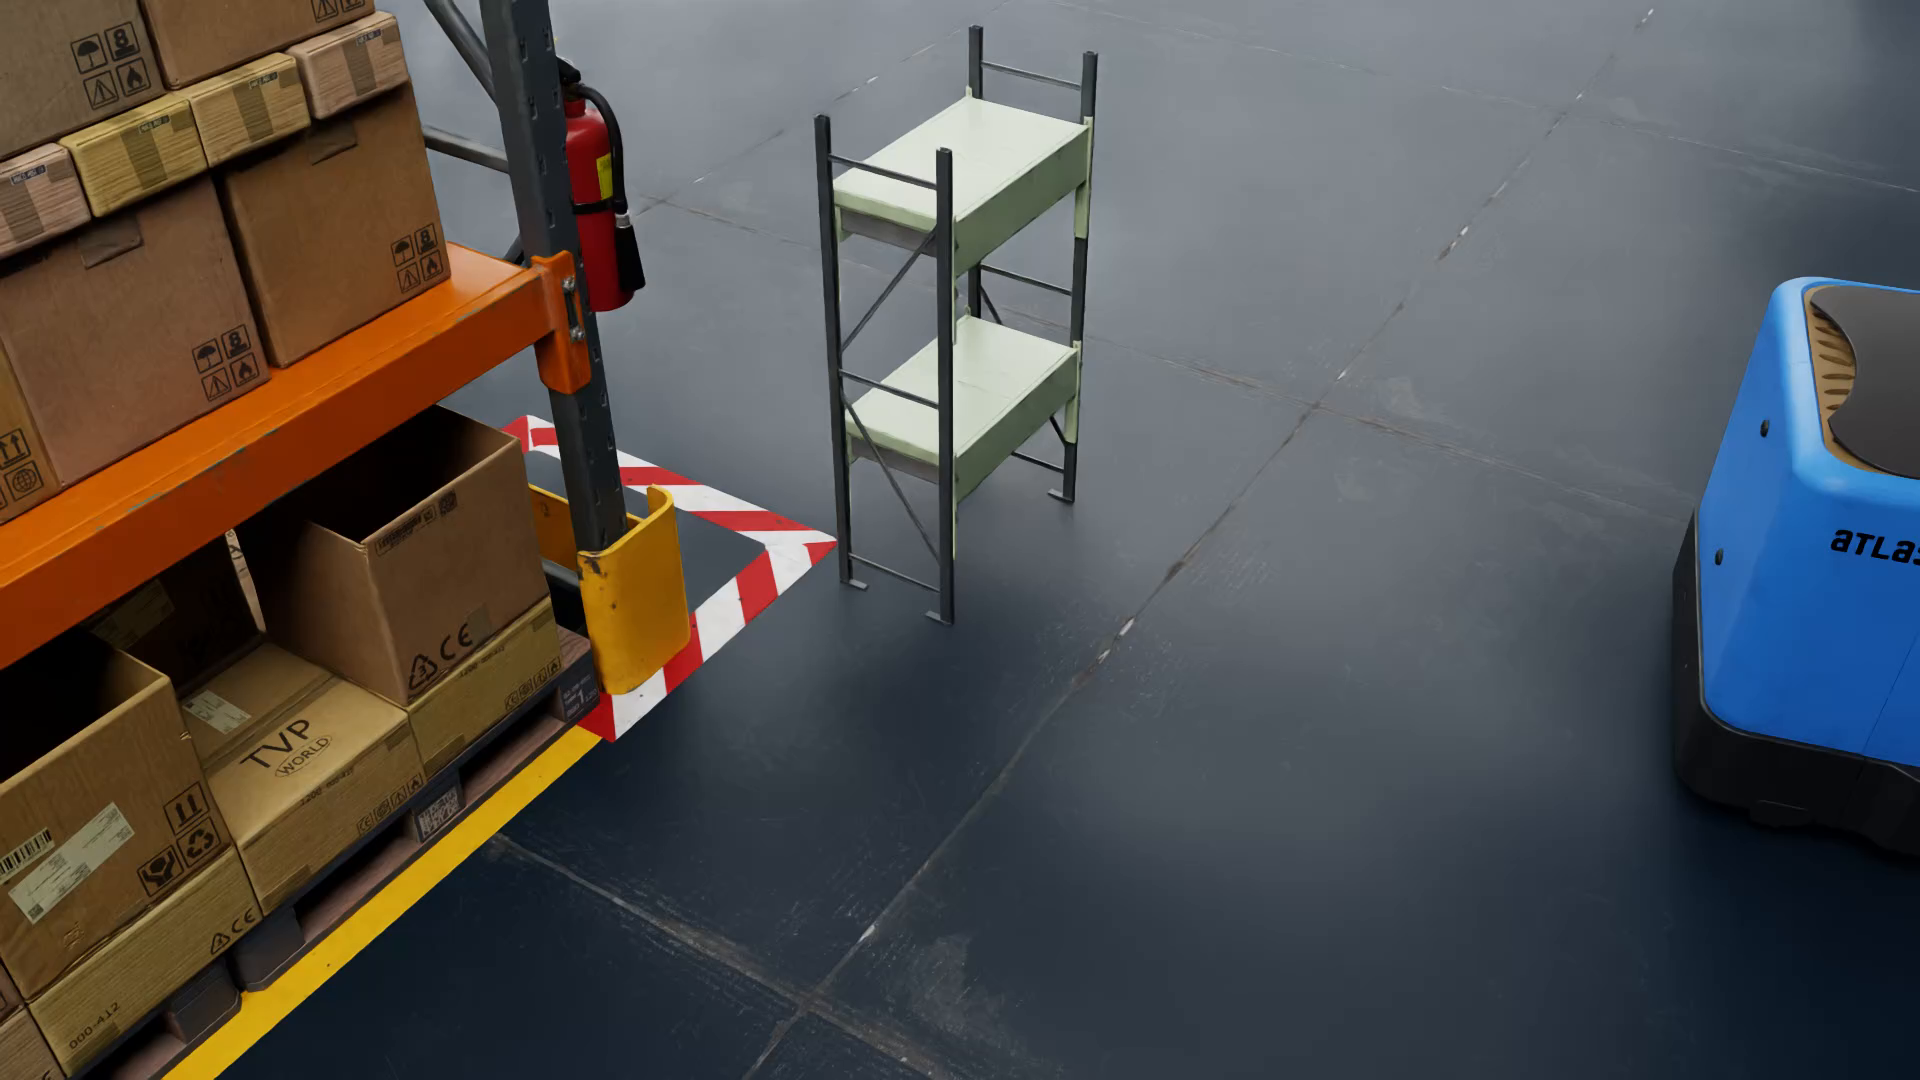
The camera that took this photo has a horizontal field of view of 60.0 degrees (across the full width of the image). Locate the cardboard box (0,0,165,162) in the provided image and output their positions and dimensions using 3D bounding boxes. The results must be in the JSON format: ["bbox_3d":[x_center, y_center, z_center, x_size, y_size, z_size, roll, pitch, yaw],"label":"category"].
[{"bbox_3d":[-1.929,-1.020,2.971,0.700,0.500,0.500,20,42,24],"label":"cardboard box"}]

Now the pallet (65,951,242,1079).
[{"bbox_3d":[-2.392,1.136,3.604,1.003,0.211,1.213,21,42,25],"label":"pallet"}]

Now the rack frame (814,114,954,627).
[{"bbox_3d":[-0.193,-0.409,4.552,0.400,1.500,0.023,21,42,25],"label":"rack frame"}]

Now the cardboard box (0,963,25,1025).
[{"bbox_3d":[-2.191,0.774,3.083,0.500,0.500,0.500,21,42,25],"label":"cardboard box"}]

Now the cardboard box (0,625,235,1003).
[{"bbox_3d":[-1.922,0.517,3.417,0.500,0.500,0.500,21,42,25],"label":"cardboard box"}]

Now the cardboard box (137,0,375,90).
[{"bbox_3d":[-1.652,-1.293,3.325,0.700,0.500,0.500,21,42,25],"label":"cardboard box"}]

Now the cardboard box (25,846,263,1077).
[{"bbox_3d":[-1.925,0.813,3.647,0.500,0.250,0.500,21,42,25],"label":"cardboard box"}]

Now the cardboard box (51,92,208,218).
[{"bbox_3d":[-1.683,-0.773,3.183,0.380,0.149,0.250,21,42,24],"label":"cardboard box"}]

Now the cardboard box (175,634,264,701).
[{"bbox_3d":[-2.103,0.382,4.205,0.500,0.250,0.500,21,42,25],"label":"cardboard box"}]

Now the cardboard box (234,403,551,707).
[{"bbox_3d":[-1.399,-0.004,4.092,0.500,0.500,0.500,21,42,25],"label":"cardboard box"}]

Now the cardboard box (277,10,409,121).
[{"bbox_3d":[-1.407,-1.040,3.529,0.380,0.149,0.250,20,42,24],"label":"cardboard box"}]

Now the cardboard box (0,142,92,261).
[{"bbox_3d":[-1.819,-0.644,3.015,0.380,0.149,0.250,22,43,26],"label":"cardboard box"}]

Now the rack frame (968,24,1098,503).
[{"bbox_3d":[0.200,-0.786,5.041,0.400,1.500,0.023,21,42,25],"label":"rack frame"}]

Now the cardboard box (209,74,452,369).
[{"bbox_3d":[-1.624,-0.806,3.757,0.700,0.500,0.500,21,42,25],"label":"cardboard box"}]

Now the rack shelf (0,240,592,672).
[{"bbox_3d":[-2.435,0.313,2.976,1.077,0.370,4.000,21,42,25],"label":"rack shelf"}]

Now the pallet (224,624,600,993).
[{"bbox_3d":[-1.737,0.509,4.416,1.003,0.211,1.213,21,42,25],"label":"pallet"}]

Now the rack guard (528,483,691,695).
[{"bbox_3d":[-1.350,-0.025,4.873,1.175,0.500,0.348,21,42,25],"label":"rack guard"}]

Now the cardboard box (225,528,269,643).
[{"bbox_3d":[-1.838,0.123,4.541,0.500,0.250,0.500,21,42,25],"label":"cardboard box"}]

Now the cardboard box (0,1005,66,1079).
[{"bbox_3d":[-2.194,1.070,3.313,0.500,0.250,0.500,21,42,25],"label":"cardboard box"}]

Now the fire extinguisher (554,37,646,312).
[{"bbox_3d":[-0.907,-0.881,4.000,0.296,0.674,0.183,21,42,25],"label":"fire extinguisher"}]

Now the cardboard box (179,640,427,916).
[{"bbox_3d":[-1.659,0.554,3.982,0.500,0.250,0.500,21,42,25],"label":"cardboard box"}]

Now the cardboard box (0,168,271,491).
[{"bbox_3d":[-1.901,-0.534,3.404,0.700,0.500,0.500,22,43,26],"label":"cardboard box"}]

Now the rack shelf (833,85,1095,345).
[{"bbox_3d":[0.004,-0.907,4.558,0.431,0.370,0.720,21,42,25],"label":"rack shelf"}]

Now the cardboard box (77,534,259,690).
[{"bbox_3d":[-2.104,0.085,3.977,0.500,0.500,0.500,21,42,25],"label":"cardboard box"}]

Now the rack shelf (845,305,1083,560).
[{"bbox_3d":[0.004,-0.339,4.996,0.431,0.370,0.720,21,42,25],"label":"rack shelf"}]

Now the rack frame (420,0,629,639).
[{"bbox_3d":[-1.363,-1.003,4.094,1.000,3.000,0.127,21,42,25],"label":"rack frame"}]

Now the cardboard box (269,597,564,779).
[{"bbox_3d":[-1.401,0.293,4.321,0.500,0.250,0.500,21,42,25],"label":"cardboard box"}]

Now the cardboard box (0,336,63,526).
[{"bbox_3d":[-2.172,-0.280,3.074,0.700,0.500,0.500,21,43,25],"label":"cardboard box"}]

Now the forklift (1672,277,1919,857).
[{"bbox_3d":[3.447,-0.465,3.452,3.031,2.935,1.130,11,39,14],"label":"forklift"}]

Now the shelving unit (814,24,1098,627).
[{"bbox_3d":[0.004,-0.597,4.797,0.431,1.500,0.755,21,42,25],"label":"shelving unit"}]

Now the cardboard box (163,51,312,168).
[{"bbox_3d":[-1.546,-0.905,3.354,0.380,0.149,0.250,22,43,26],"label":"cardboard box"}]
